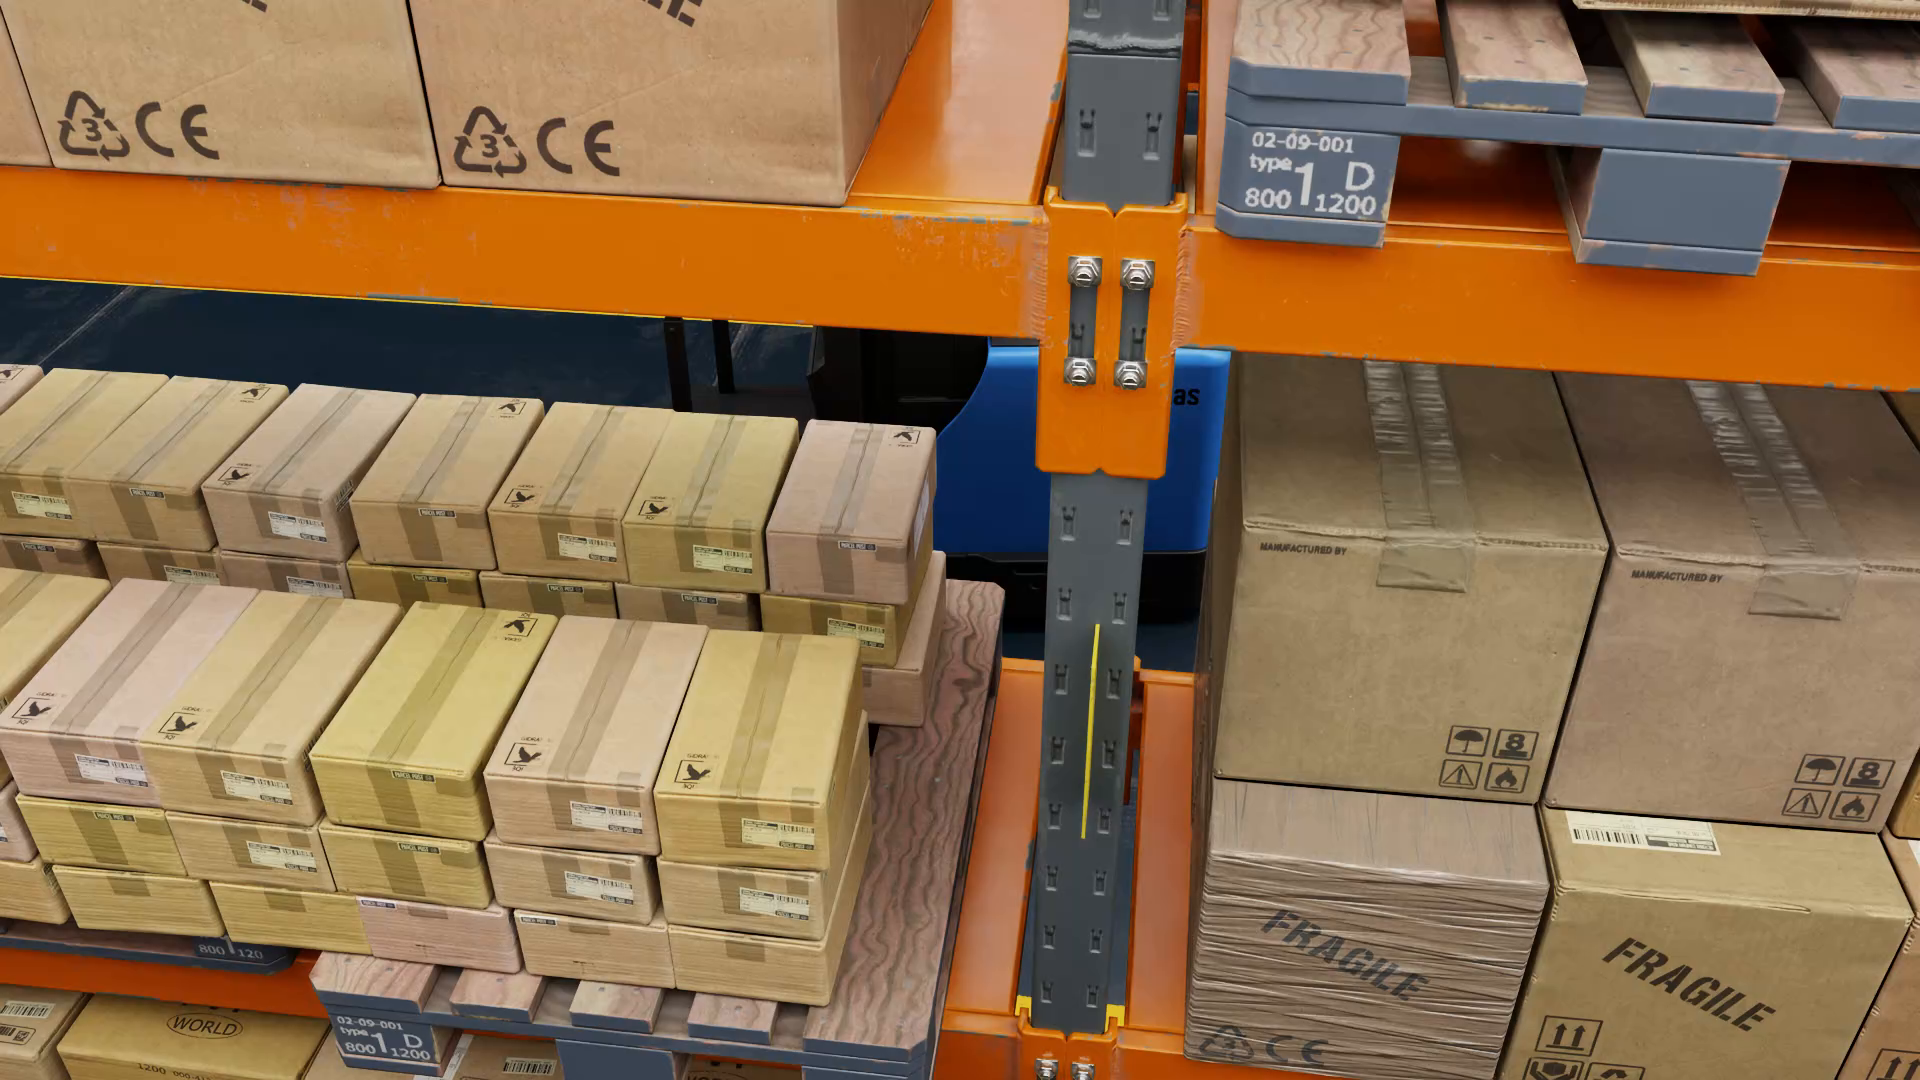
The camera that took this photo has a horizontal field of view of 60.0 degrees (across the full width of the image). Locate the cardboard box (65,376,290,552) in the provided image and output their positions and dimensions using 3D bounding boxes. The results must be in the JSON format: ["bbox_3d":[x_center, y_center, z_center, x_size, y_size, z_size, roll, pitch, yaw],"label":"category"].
[{"bbox_3d":[-1.493,-0.154,3.226,0.250,0.149,0.380,5,36,7],"label":"cardboard box"}]

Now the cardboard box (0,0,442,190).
[{"bbox_3d":[-0.852,-0.788,2.104,0.500,0.500,0.500,4,36,6],"label":"cardboard box"}]

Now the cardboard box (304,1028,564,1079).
[{"bbox_3d":[-0.970,1.010,3.398,0.500,0.250,0.500,5,36,7],"label":"cardboard box"}]

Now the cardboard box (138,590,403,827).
[{"bbox_3d":[-1.074,0.259,2.647,0.250,0.149,0.380,5,36,7],"label":"cardboard box"}]

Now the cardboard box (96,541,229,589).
[{"bbox_3d":[-1.487,-0.036,3.318,0.250,0.149,0.380,4,36,6],"label":"cardboard box"}]

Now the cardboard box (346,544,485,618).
[{"bbox_3d":[-0.994,0.003,3.263,0.250,0.149,0.380,4,36,6],"label":"cardboard box"}]

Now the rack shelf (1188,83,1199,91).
[{"bbox_3d":[2.758,-2.020,7.117,4.000,0.370,1.077,4,36,6],"label":"rack shelf"}]

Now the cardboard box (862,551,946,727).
[{"bbox_3d":[-0.174,0.181,3.269,0.250,0.149,0.380,4,36,5],"label":"cardboard box"}]

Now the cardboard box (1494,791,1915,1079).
[{"bbox_3d":[1.160,0.583,2.765,0.500,0.500,0.500,4,36,6],"label":"cardboard box"}]

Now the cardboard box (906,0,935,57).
[{"bbox_3d":[-0.288,-1.058,2.482,0.500,0.500,0.500,4,36,6],"label":"cardboard box"}]

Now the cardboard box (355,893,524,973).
[{"bbox_3d":[-0.805,0.521,2.793,0.250,0.149,0.380,5,36,7],"label":"cardboard box"}]

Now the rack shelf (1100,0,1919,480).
[{"bbox_3d":[2.228,-0.381,2.239,4.000,0.370,1.077,4,36,6],"label":"rack shelf"}]

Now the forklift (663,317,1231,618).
[{"bbox_3d":[-0.630,-1.188,5.392,3.031,2.935,1.130,0,36,-1],"label":"forklift"}]

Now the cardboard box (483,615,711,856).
[{"bbox_3d":[-0.549,0.296,2.595,0.250,0.149,0.380,4,36,5],"label":"cardboard box"}]

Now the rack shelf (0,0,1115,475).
[{"bbox_3d":[-1.739,-0.677,2.654,4.000,0.370,1.077,4,36,6],"label":"rack shelf"}]

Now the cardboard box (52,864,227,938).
[{"bbox_3d":[-1.318,0.481,2.849,0.250,0.149,0.380,3,36,4],"label":"cardboard box"}]

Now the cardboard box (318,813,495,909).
[{"bbox_3d":[-0.830,0.398,2.708,0.250,0.149,0.380,5,36,7],"label":"cardboard box"}]

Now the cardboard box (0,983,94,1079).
[{"bbox_3d":[-1.990,0.930,3.510,0.500,0.250,0.500,6,36,8],"label":"cardboard box"}]

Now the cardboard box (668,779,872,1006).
[{"bbox_3d":[-0.303,0.559,2.740,0.250,0.149,0.380,5,36,7],"label":"cardboard box"}]

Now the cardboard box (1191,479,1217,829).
[{"bbox_3d":[0.725,0.237,3.250,0.500,0.500,0.500,4,36,6],"label":"cardboard box"}]

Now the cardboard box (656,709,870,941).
[{"bbox_3d":[-0.303,0.435,2.657,0.250,0.149,0.380,5,36,7],"label":"cardboard box"}]

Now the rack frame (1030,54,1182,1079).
[{"bbox_3d":[0.245,0.399,3.109,0.127,3.000,1.000,4,36,6],"label":"rack frame"}]

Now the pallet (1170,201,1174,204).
[{"bbox_3d":[1.550,-1.267,7.843,1.213,0.211,1.003,4,36,6],"label":"pallet"}]

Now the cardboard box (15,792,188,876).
[{"bbox_3d":[-1.324,0.360,2.762,0.250,0.149,0.380,4,36,6],"label":"cardboard box"}]

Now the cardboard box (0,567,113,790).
[{"bbox_3d":[-1.582,0.219,2.703,0.250,0.149,0.380,6,36,8],"label":"cardboard box"}]

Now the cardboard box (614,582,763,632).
[{"bbox_3d":[-0.479,0.039,3.212,0.250,0.149,0.380,6,36,8],"label":"cardboard box"}]

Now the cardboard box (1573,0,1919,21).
[{"bbox_3d":[0.934,-0.817,1.859,0.500,0.311,0.500,4,36,6],"label":"cardboard box"}]

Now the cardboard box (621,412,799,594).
[{"bbox_3d":[-0.456,-0.076,3.117,0.250,0.149,0.380,3,36,5],"label":"cardboard box"}]

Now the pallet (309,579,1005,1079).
[{"bbox_3d":[-0.476,0.486,3.152,1.003,0.211,1.213,4,36,6],"label":"pallet"}]

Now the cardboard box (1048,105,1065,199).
[{"bbox_3d":[0.100,-1.866,7.749,0.875,0.875,0.875,4,36,6],"label":"cardboard box"}]

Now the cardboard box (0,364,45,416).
[{"bbox_3d":[-2.007,-0.194,3.282,0.250,0.149,0.380,3,36,4],"label":"cardboard box"}]

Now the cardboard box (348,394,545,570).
[{"bbox_3d":[-0.961,-0.116,3.174,0.250,0.149,0.380,3,36,4],"label":"cardboard box"}]

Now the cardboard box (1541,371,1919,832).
[{"bbox_3d":[1.190,0.027,2.683,0.500,0.500,0.700,4,36,5],"label":"cardboard box"}]
